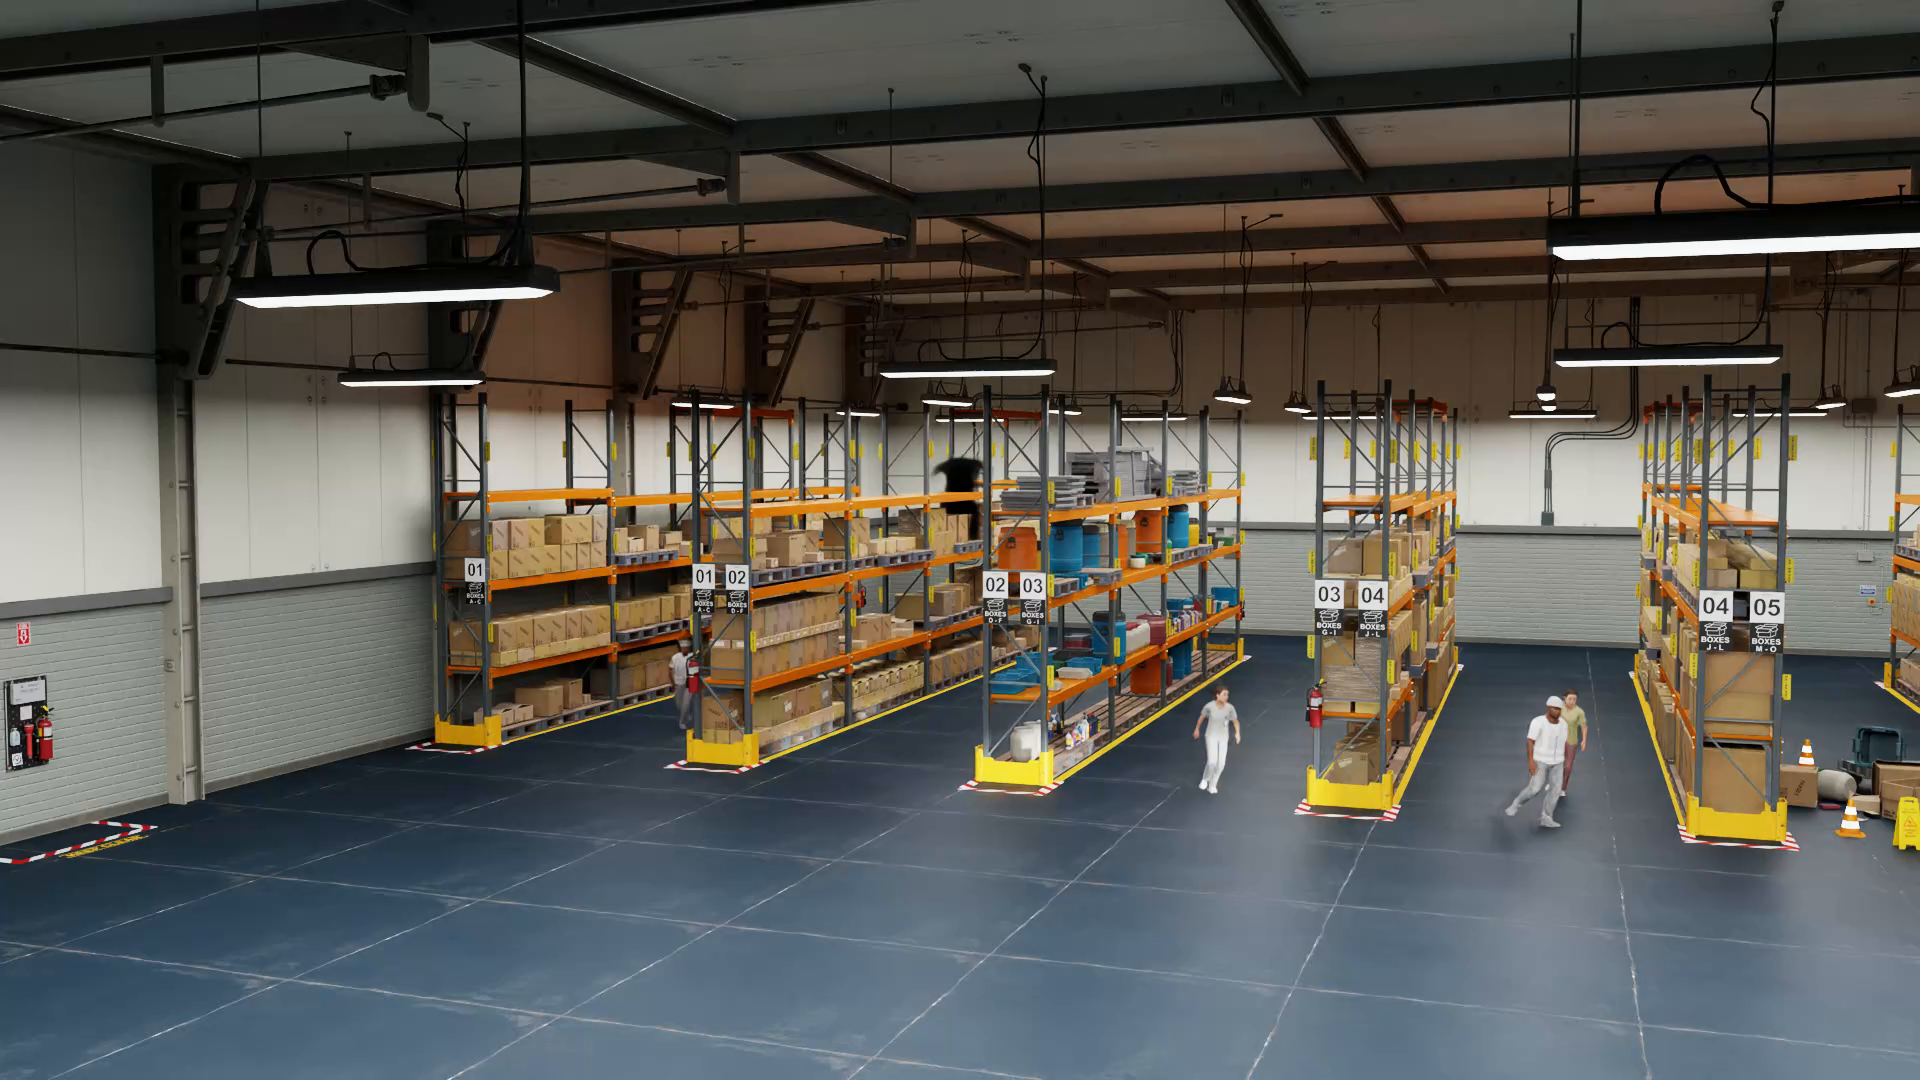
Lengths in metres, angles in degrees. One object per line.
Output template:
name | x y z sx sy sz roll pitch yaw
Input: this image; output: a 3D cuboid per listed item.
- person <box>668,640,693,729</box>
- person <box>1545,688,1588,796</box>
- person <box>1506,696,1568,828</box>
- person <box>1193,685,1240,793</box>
person | -4.984 2.593 30.107 0.573 1.632 0.532 0 3 -4
person | 8.722 2.915 23.924 0.578 1.602 0.589 1 3 20
person | 7.732 2.940 22.186 0.736 1.744 0.614 -1 3 -13
person | 3.753 2.897 24.115 0.574 1.612 0.721 0 3 -8
